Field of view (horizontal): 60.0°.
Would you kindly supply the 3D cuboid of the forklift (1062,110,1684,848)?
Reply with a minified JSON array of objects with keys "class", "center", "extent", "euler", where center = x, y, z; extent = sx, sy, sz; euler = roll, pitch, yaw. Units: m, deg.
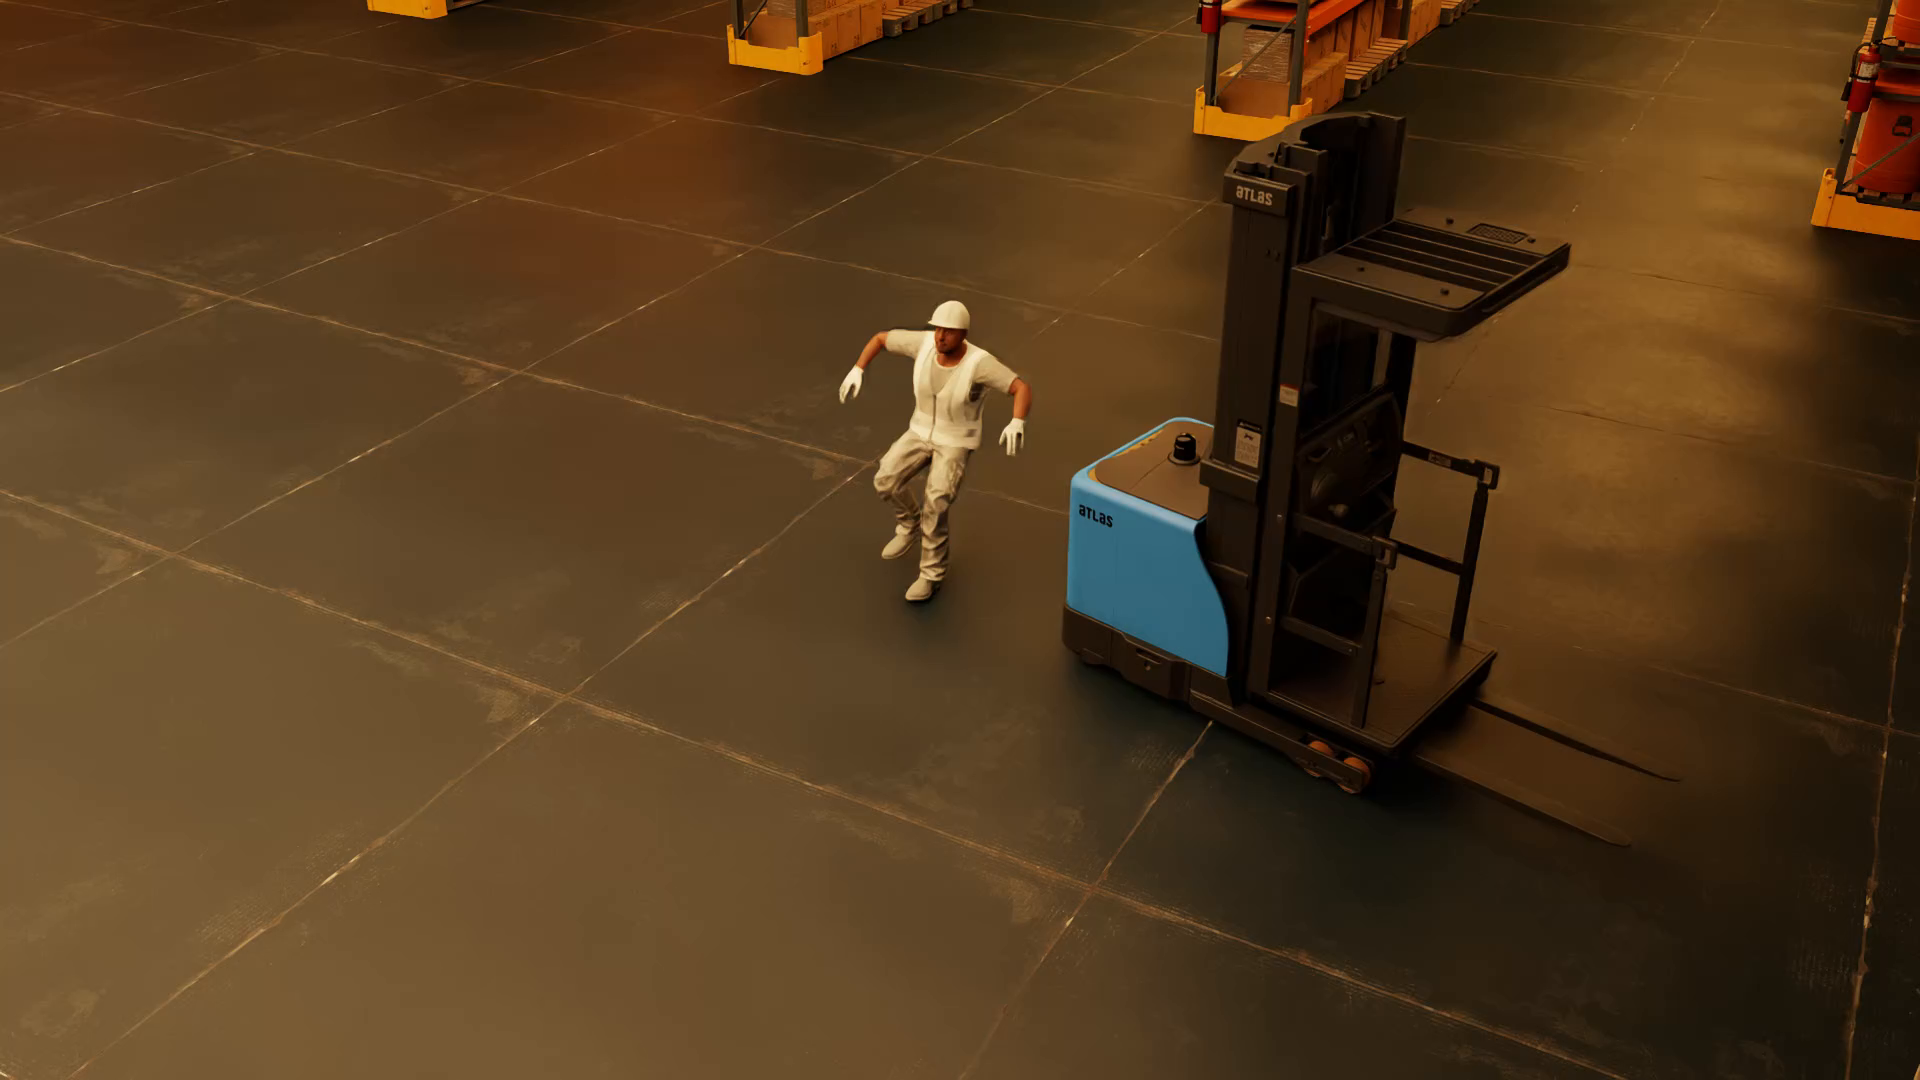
[{"class":"forklift","center":[1.988,-0.363,7.700],"extent":[3.031,2.935,1.130],"euler":[24,38,35]}]

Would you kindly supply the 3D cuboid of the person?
[{"class":"person","center":[-0.173,-0.515,9.317],"extent":[1.234,1.593,0.857],"euler":[15,33,25]}]
